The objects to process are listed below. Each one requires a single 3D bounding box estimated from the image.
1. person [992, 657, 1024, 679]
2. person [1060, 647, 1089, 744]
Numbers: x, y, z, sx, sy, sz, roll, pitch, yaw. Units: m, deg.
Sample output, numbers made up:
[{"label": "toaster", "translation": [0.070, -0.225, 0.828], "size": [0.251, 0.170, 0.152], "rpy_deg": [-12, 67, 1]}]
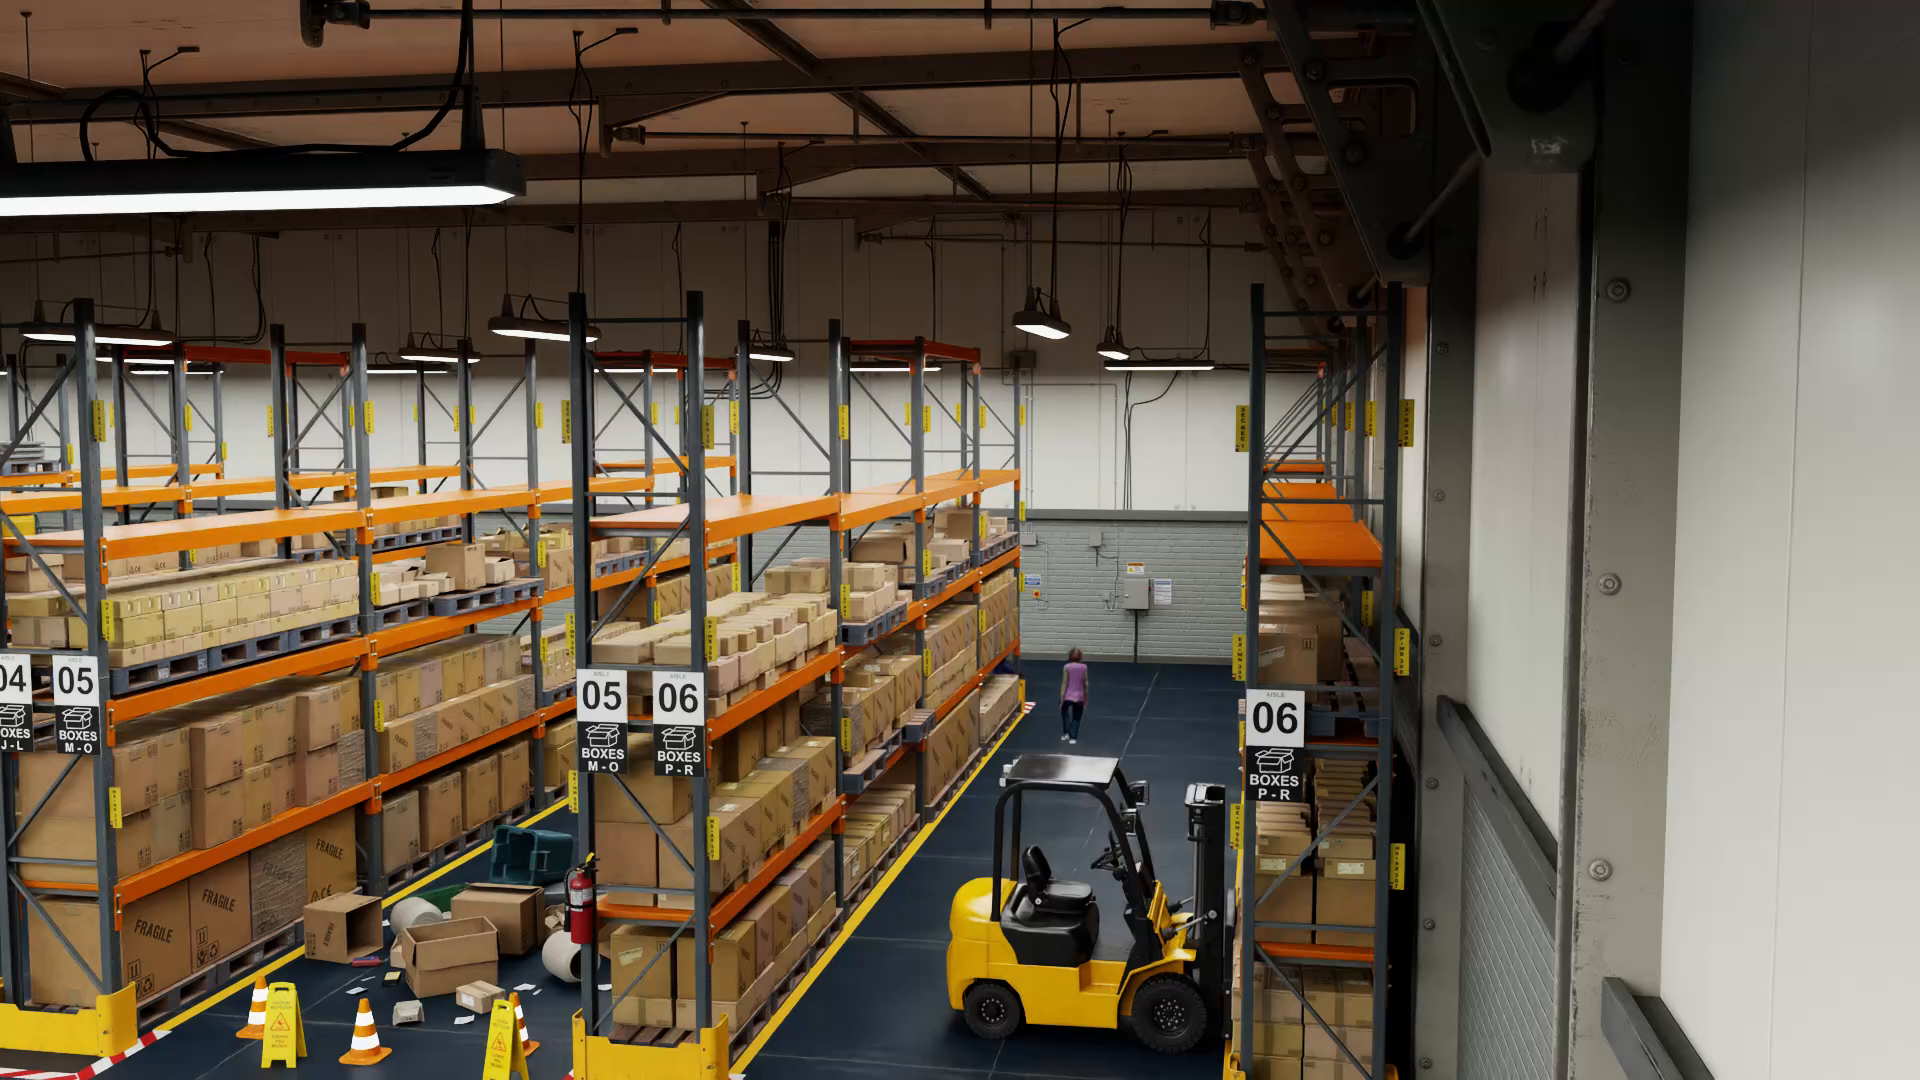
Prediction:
[{"label": "person", "translation": [0.803, 1.927, 30.068], "size": [0.752, 1.616, 0.484], "rpy_deg": [-1, 5, -9]}, {"label": "person", "translation": [1.667, 2.268, 24.214], "size": [0.424, 1.422, 0.687], "rpy_deg": [0, 5, 6]}]
